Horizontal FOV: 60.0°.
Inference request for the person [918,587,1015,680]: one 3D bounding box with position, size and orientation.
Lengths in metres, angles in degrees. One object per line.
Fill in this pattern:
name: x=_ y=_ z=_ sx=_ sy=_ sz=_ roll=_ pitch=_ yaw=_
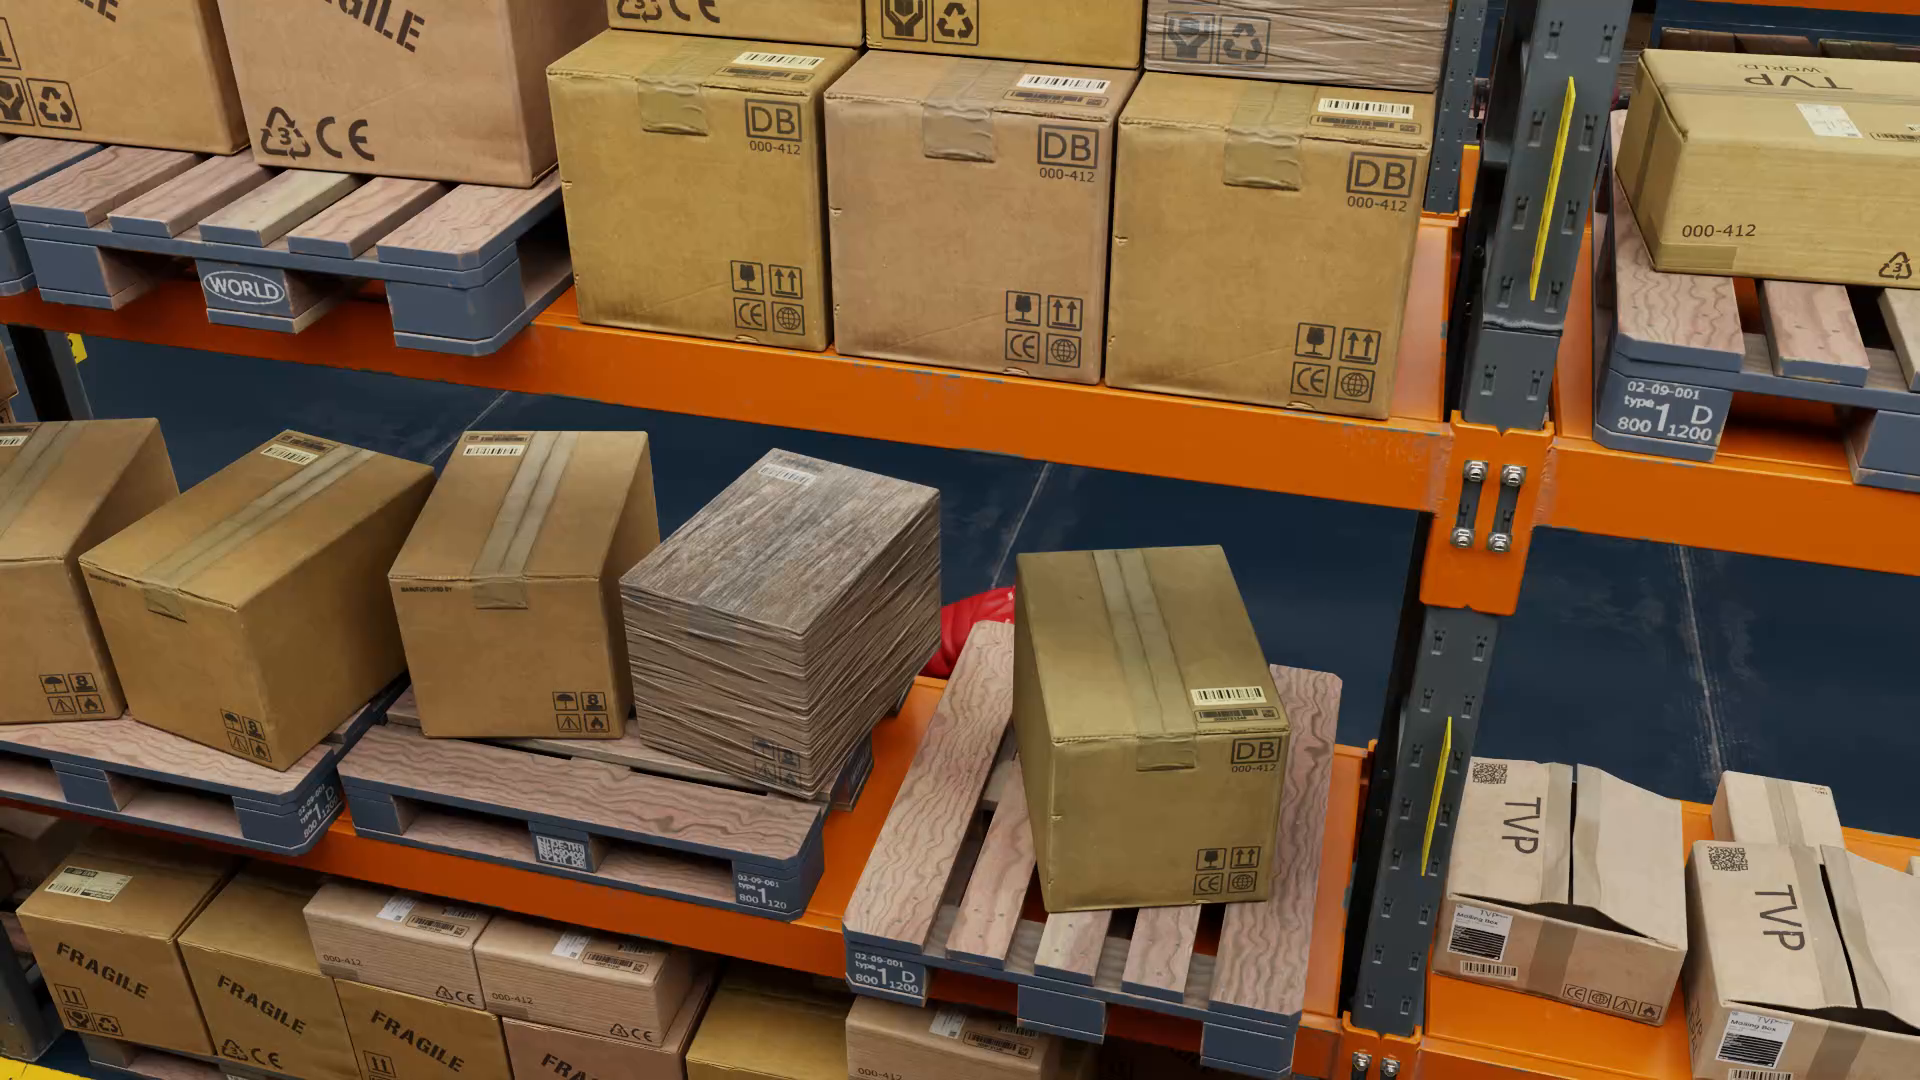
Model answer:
person: x=0.072 y=0.557 z=6.078 sx=0.879 sy=0.882 sz=0.561 roll=8 pitch=34 yaw=13
